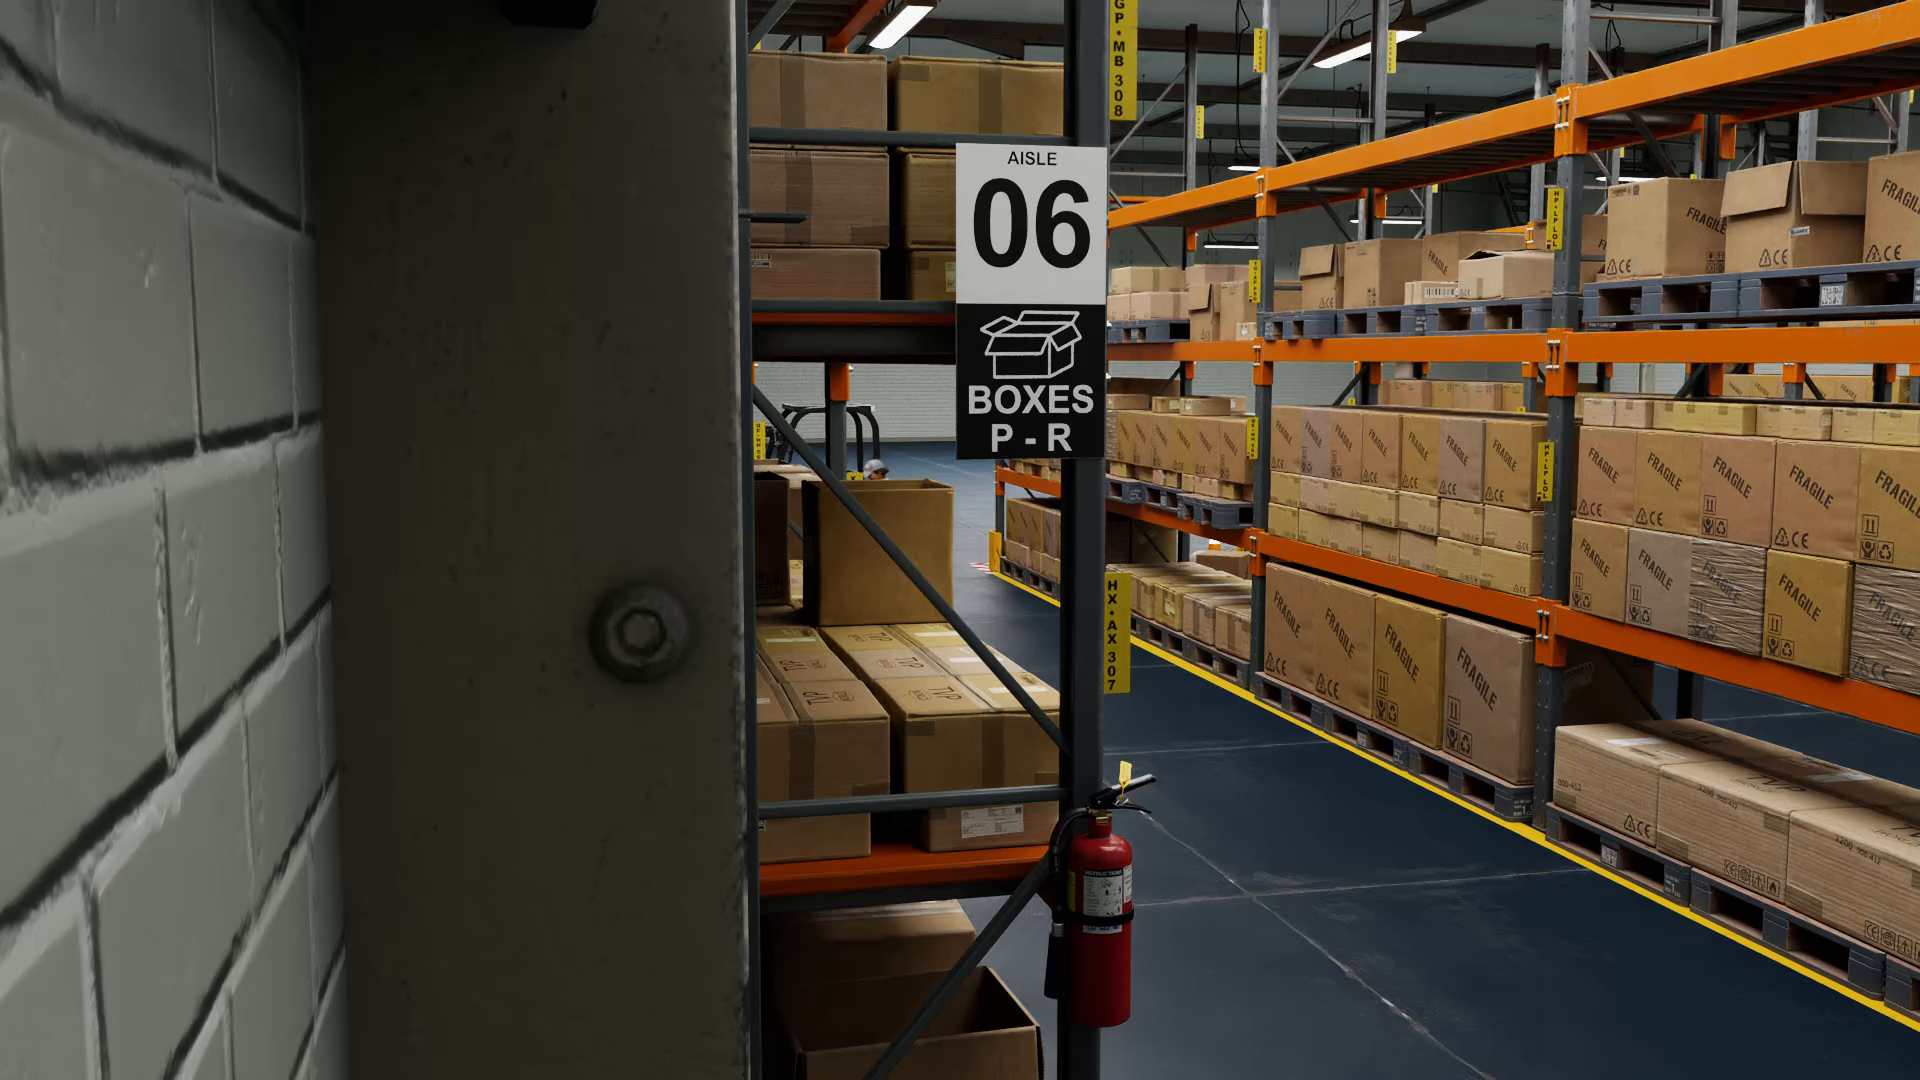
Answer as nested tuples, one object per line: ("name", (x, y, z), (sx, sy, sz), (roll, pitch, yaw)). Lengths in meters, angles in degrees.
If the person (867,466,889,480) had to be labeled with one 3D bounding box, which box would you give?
("person", (-0.820, 0.014, 17.054), (0.388, 1.609, 0.478), (-1, 6, -13))
